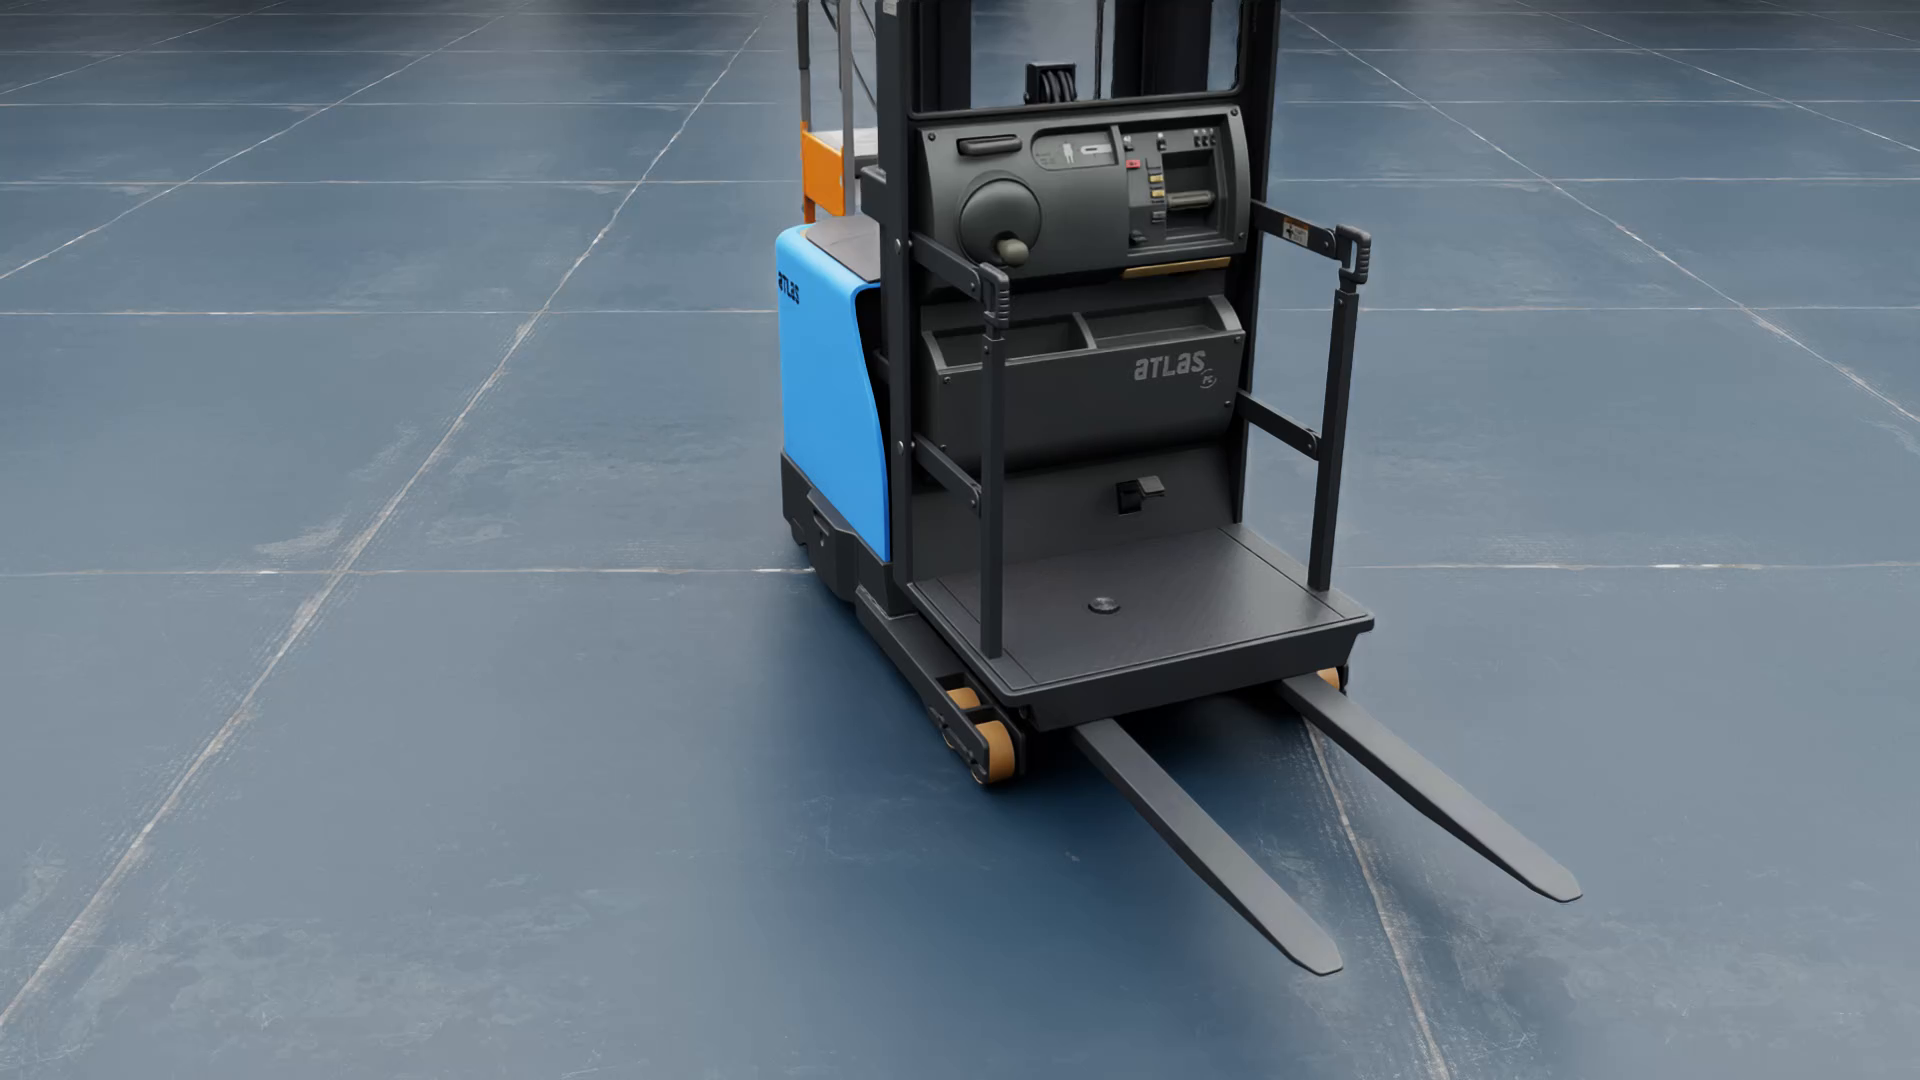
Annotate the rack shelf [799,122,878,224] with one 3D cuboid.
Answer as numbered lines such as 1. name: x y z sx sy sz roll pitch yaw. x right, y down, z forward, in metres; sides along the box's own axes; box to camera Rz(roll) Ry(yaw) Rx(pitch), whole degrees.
1. rack shelf: -0.285 -1.178 5.840 0.431 0.518 0.480 -9 26 -19

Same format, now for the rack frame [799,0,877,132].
1. rack frame: -0.373 -1.284 6.041 0.400 2.100 0.015 -9 26 -19

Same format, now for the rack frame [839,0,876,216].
1. rack frame: -0.196 -1.097 5.627 0.400 2.100 0.015 -9 26 -19

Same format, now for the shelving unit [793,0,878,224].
1. shelving unit: -0.285 -1.191 5.834 0.431 2.100 0.503 -9 26 -19

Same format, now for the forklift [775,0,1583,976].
1. forklift: 0.429 -0.897 4.176 1.130 2.935 3.031 -10 26 -21

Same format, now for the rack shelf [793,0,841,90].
1. rack shelf: -0.285 -1.816 5.551 0.431 0.518 0.480 -9 26 -19
